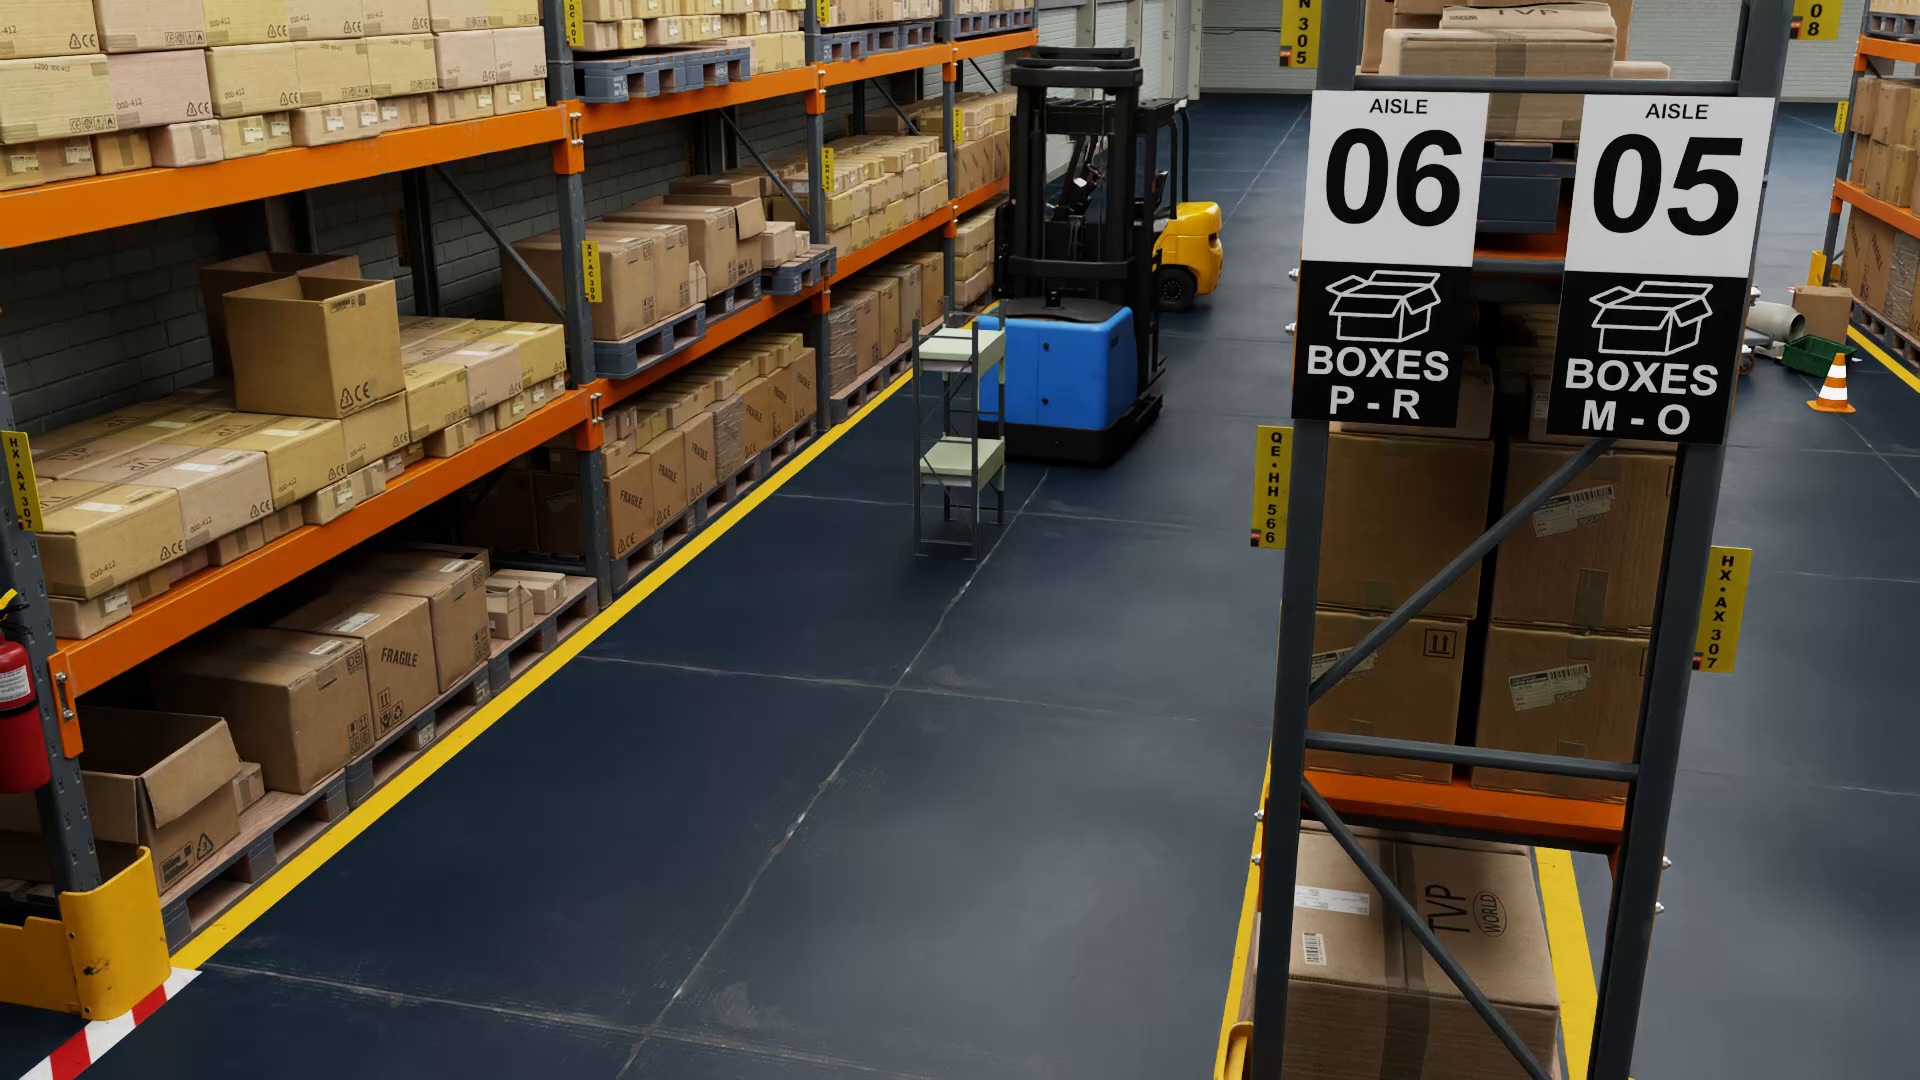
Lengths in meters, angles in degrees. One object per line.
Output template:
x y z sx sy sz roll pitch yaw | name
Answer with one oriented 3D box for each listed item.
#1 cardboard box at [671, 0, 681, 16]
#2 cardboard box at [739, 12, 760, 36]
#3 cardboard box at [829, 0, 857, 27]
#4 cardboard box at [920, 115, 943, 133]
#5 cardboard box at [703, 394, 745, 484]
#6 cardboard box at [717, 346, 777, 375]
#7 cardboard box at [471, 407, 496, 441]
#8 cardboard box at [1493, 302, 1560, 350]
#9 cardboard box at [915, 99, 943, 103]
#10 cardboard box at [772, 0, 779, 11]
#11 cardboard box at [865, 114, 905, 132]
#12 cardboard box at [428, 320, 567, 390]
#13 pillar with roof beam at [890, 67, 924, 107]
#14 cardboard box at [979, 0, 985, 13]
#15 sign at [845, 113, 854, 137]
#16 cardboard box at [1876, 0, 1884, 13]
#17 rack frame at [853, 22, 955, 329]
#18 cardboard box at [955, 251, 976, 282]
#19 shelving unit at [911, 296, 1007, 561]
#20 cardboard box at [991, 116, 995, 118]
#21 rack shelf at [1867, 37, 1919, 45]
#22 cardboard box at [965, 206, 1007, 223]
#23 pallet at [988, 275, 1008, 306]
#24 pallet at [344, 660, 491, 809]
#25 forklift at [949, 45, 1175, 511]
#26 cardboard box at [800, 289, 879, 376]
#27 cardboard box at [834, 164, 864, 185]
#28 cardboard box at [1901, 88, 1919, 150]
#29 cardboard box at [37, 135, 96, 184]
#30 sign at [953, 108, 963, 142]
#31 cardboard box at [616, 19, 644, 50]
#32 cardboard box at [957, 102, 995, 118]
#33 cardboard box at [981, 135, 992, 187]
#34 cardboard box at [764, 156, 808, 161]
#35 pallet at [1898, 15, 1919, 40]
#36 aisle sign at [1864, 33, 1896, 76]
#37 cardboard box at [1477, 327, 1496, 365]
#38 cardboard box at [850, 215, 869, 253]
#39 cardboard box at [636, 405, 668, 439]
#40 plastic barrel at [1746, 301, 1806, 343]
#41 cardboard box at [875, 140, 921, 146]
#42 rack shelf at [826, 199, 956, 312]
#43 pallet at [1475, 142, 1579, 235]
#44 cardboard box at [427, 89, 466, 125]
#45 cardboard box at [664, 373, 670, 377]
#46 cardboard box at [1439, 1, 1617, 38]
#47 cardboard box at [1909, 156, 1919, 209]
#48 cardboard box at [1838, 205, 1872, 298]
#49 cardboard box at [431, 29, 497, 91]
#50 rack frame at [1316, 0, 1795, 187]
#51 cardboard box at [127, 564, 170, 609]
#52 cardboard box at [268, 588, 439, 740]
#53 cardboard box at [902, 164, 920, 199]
-1.867 -3.150 9.752 0.380 0.149 0.250 5 19 14 | cardboard box
-1.573 -3.490 11.239 0.380 0.149 0.250 5 19 13 | cardboard box
-1.116 -4.245 12.875 0.500 0.500 0.500 5 19 14 | cardboard box
-0.187 -4.150 16.577 0.380 0.149 0.250 5 20 14 | cardboard box
-1.791 -0.706 11.332 0.500 0.500 0.500 4 19 11 | cardboard box
-1.549 -1.305 12.082 0.380 0.149 0.250 4 19 12 | cardboard box
-2.513 -0.585 8.148 0.380 0.149 0.250 5 20 15 | cardboard box
1.915 -0.673 5.313 0.380 0.149 0.250 5 19 14 | cardboard box
-0.287 -4.840 18.598 0.380 0.149 0.250 4 19 12 | cardboard box
-1.494 -3.797 11.678 0.380 0.149 0.250 4 19 12 | cardboard box
-0.767 -4.197 16.716 0.380 0.149 0.250 5 19 14 | cardboard box
-2.395 -0.961 8.634 0.500 0.250 0.500 5 20 15 | cardboard box
3.555 -7.184 17.797 9.100 9.000 0.400 5 19 13 | pillar with roof beam
0.039 -5.482 17.041 0.380 0.149 0.250 5 20 15 | cardboard box
-1.091 -4.069 16.497 0.100 0.325 0.005 5 19 13 | sign
9.608 -5.466 16.994 0.380 0.149 0.250 5 19 14 | cardboard box
-0.552 -3.578 16.522 1.000 3.000 0.127 5 19 13 | rack frame
-0.135 -2.839 17.191 0.500 0.250 0.500 5 19 13 | cardboard box
0.002 -0.712 10.451 0.431 1.500 0.755 5 19 13 | shelving unit
0.174 -4.580 18.298 0.380 0.149 0.250 5 19 13 | cardboard box
9.575 -4.626 15.761 0.919 0.124 3.809 5 19 13 | rack shelf
0.251 -3.556 18.515 0.500 0.250 0.500 4 19 12 | cardboard box
-0.021 -2.888 18.816 1.003 0.211 1.213 5 19 13 | pallet
-2.972 0.848 7.879 1.003 0.211 1.213 5 19 13 | pallet
8.751 -0.819 8.234 19.036 3.140 7.993 6 20 17 | forklift
-1.212 -1.799 14.338 0.875 0.625 0.625 5 20 15 | cardboard box
-1.013 -3.004 13.685 0.380 0.149 0.250 5 19 14 | cardboard box
9.619 -4.030 15.942 0.875 0.550 0.500 5 19 13 | cardboard box
-3.142 -1.283 5.552 0.380 0.149 0.250 5 19 14 | cardboard box
-0.024 -4.049 16.231 0.100 0.325 0.005 5 19 13 | sign
-1.951 -2.758 9.065 0.380 0.149 0.250 5 19 14 | cardboard box
0.173 -4.717 18.237 0.380 0.149 0.250 5 19 14 | cardboard box
0.043 -4.067 17.800 0.500 0.500 0.500 4 19 13 | cardboard box
-1.457 -3.207 14.277 0.380 0.149 0.250 4 19 12 | cardboard box
9.597 -4.842 15.720 1.003 0.211 1.213 5 19 13 | pallet
9.790 -5.358 17.711 0.394 0.787 0.004 5 19 13 | aisle sign
1.961 -0.399 5.513 0.500 0.500 0.500 5 19 13 | cardboard box
-1.057 -2.530 13.687 0.500 0.250 0.500 4 19 12 | cardboard box
-2.063 -0.746 10.445 0.380 0.149 0.250 4 19 12 | cardboard box
7.876 -2.085 16.138 0.421 0.421 0.512 -13 23 -34 | plastic barrel
-0.577 -3.653 15.583 0.380 0.149 0.250 5 19 13 | cardboard box
-1.041 -2.611 14.803 1.077 0.370 4.000 5 19 13 | rack shelf
1.501 -1.037 4.579 1.003 0.211 1.213 5 19 13 | pallet
-2.510 -1.999 7.646 0.380 0.149 0.250 5 19 13 | cardboard box
-2.224 -1.099 11.478 0.380 0.149 0.250 5 19 14 | cardboard box
1.744 -1.515 5.174 0.500 0.311 0.500 5 19 14 | cardboard box
9.523 -3.350 15.622 0.875 0.550 0.550 5 19 13 | cardboard box
9.962 -3.057 17.635 0.875 0.875 0.875 5 19 14 | cardboard box
-2.499 -2.225 7.693 0.500 0.250 0.500 4 19 12 | cardboard box
1.330 -2.265 3.397 1.000 3.000 0.127 5 19 13 | rack frame
-3.121 0.137 6.034 0.380 0.149 0.250 5 20 15 | cardboard box
-2.770 0.560 7.624 0.500 0.500 0.500 5 19 14 | cardboard box
-0.674 -3.248 15.015 0.500 0.250 0.500 5 19 14 | cardboard box
